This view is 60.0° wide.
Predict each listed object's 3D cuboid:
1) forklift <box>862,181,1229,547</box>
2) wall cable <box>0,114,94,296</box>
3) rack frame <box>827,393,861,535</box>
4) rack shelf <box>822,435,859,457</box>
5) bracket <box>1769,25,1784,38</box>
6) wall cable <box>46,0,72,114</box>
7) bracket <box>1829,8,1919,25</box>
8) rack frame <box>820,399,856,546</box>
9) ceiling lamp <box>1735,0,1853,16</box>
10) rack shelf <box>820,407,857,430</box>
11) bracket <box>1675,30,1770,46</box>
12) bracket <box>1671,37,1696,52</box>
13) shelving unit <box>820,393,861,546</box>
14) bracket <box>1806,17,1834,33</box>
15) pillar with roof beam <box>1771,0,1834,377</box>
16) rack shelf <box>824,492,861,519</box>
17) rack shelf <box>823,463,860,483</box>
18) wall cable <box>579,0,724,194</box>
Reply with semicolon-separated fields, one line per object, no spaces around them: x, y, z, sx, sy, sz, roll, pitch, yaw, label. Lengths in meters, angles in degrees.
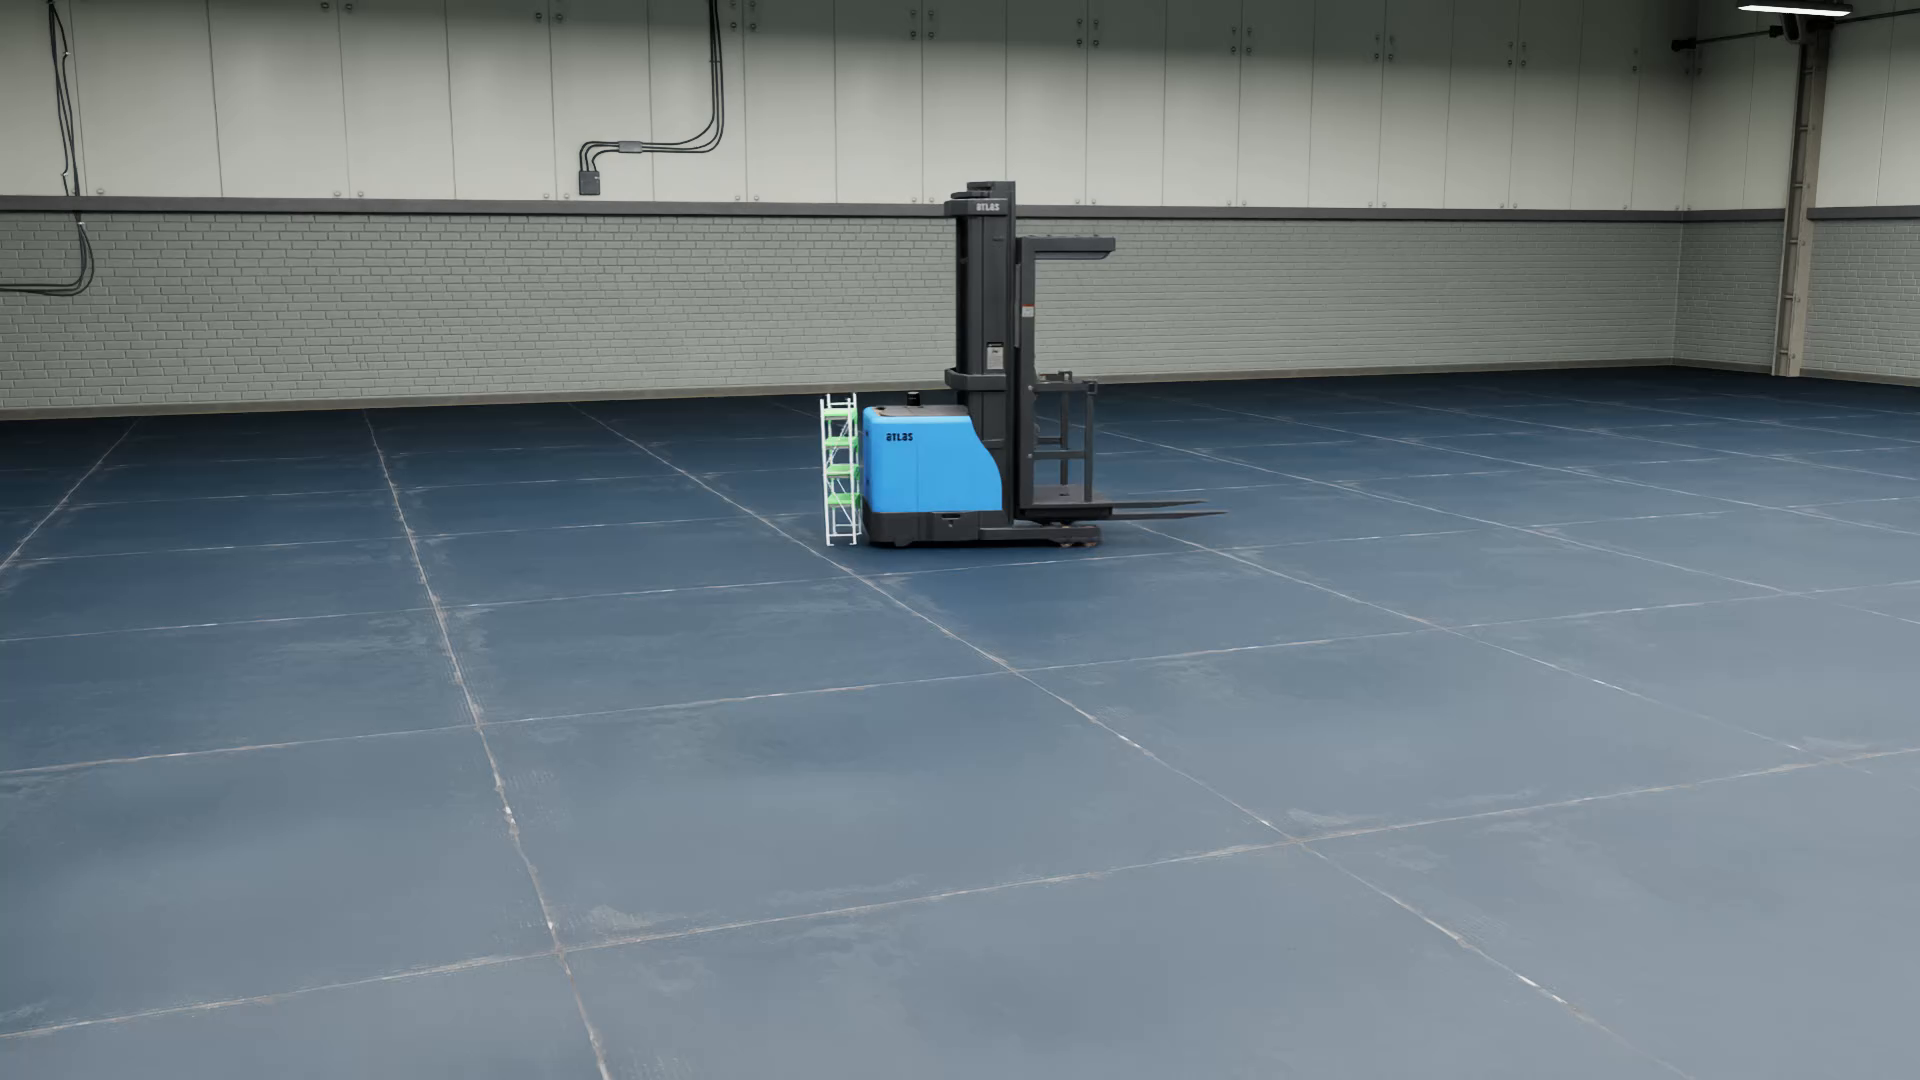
0.718;-1.481;13.877;3.031;2.935;1.130;-1;10;-8;forklift
-13.641;-4.562;22.739;3.097;2.526;0.112;-4;11;-21;wall cable
-0.976;-0.634;14.037;0.240;1.200;0.015;-1;10;2;rack frame
-0.989;-0.765;13.766;0.258;0.148;0.480;-1;10;2;rack shelf
15.072;-9.343;30.469;0.235;0.232;0.430;-4;11;-21;bracket
-11.120;-7.220;23.261;3.097;2.526;0.112;-4;11;-21;wall cable
16.306;-8.787;27.343;0.076;0.066;4.783;-4;11;-21;bracket
-0.991;-0.549;13.557;0.240;1.200;0.015;-1;10;2;rack frame
12.330;-9.453;24.703;2.000;3.185;0.800;-4;11;-21;ceiling lamp
-0.996;-1.001;13.725;0.258;0.148;0.480;-1;10;2;rack shelf
14.427;-9.633;32.102;0.076;0.066;3.189;-4;11;-21;bracket
14.213;-9.729;32.644;0.235;0.232;0.430;-4;11;-21;bracket
-0.984;-0.592;13.797;0.258;1.200;0.503;-1;10;2;shelving unit
15.372;-9.207;29.707;0.235;0.232;0.430;-4;11;-21;bracket
11.540;-7.252;28.994;9.100;9.000;0.548;-4;11;-21;pillar with roof beam
-0.975;-0.292;13.850;0.258;0.148;0.480;-1;10;2;rack shelf
-0.982;-0.529;13.808;0.258;0.148;0.480;-1;10;2;rack shelf
-4.787;-8.365;25.541;2.305;6.003;0.169;-4;11;-21;wall cable
